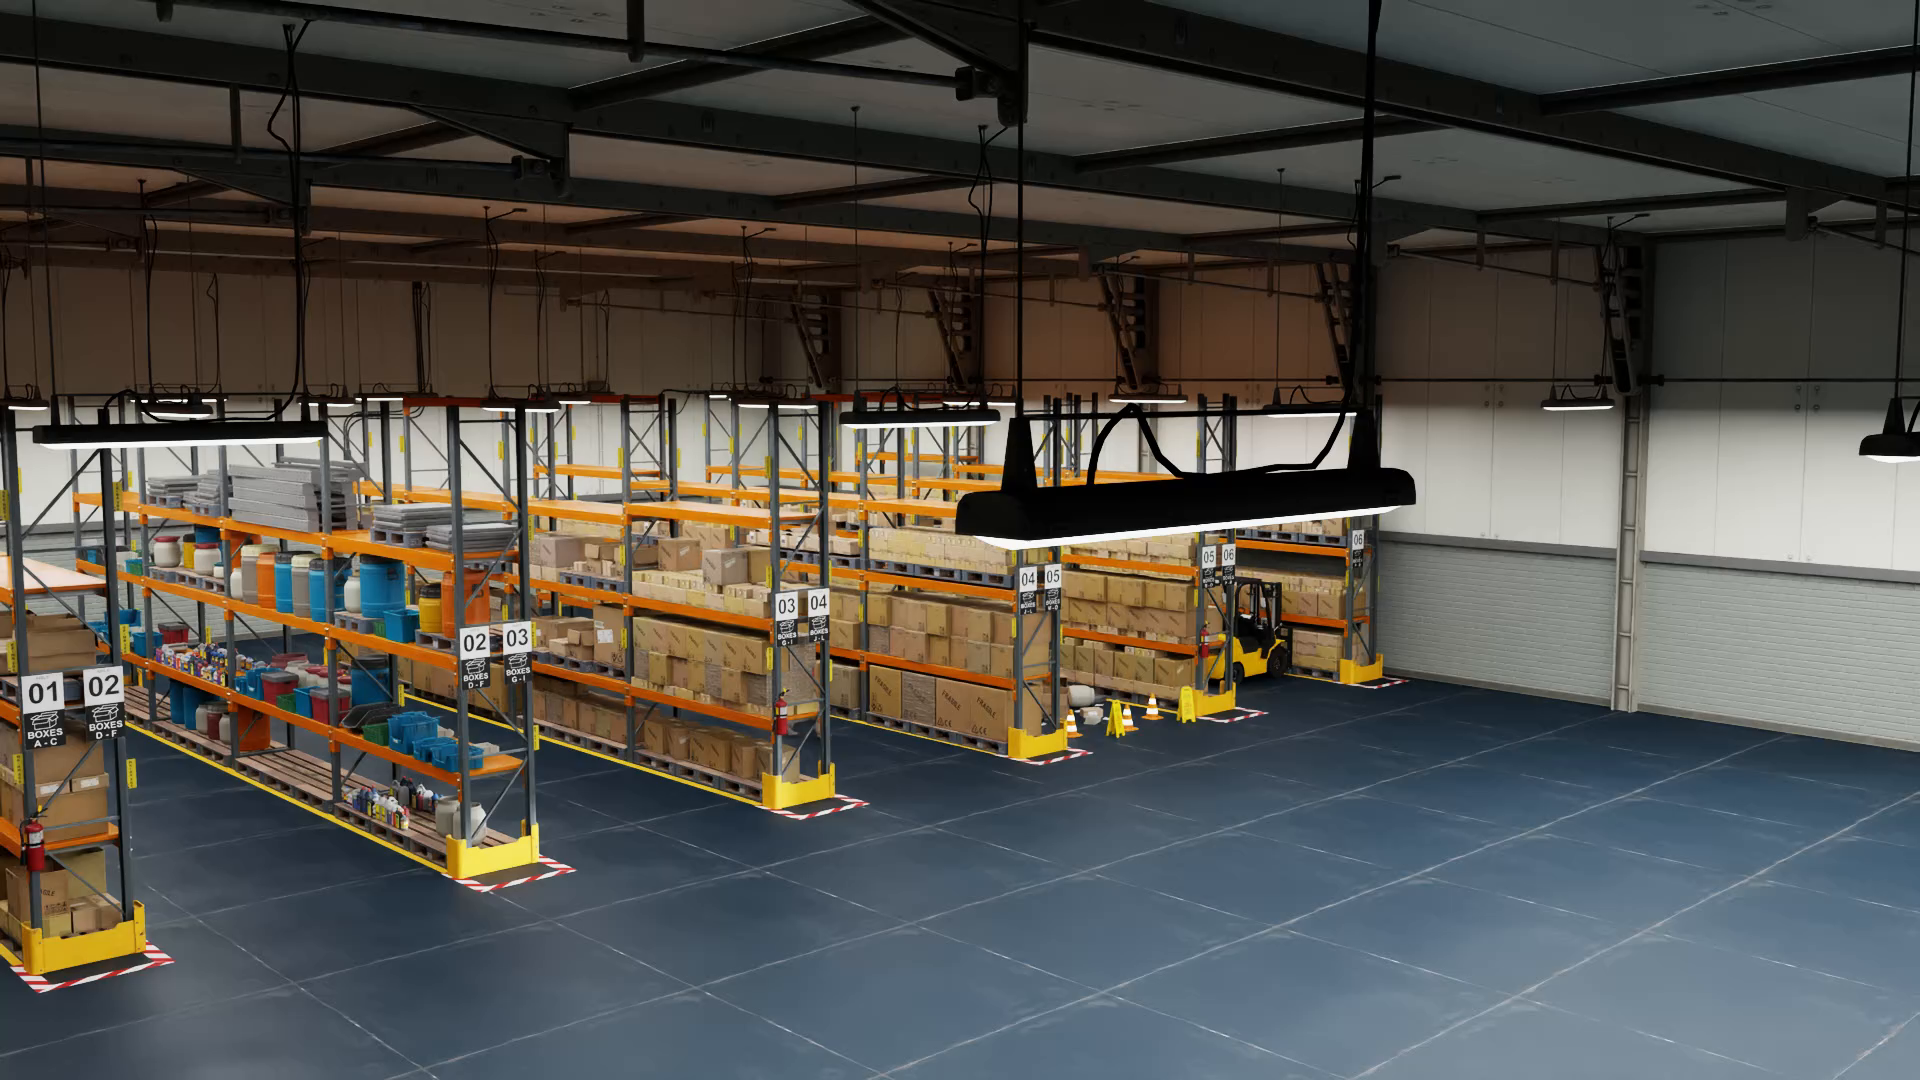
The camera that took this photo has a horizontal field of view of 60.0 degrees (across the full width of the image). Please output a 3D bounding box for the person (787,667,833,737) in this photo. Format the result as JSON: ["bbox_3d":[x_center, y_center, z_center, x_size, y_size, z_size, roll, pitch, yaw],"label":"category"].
[{"bbox_3d":[-2.685,2.648,29.331,1.028,1.662,0.546,4,7,34],"label":"person"}]
